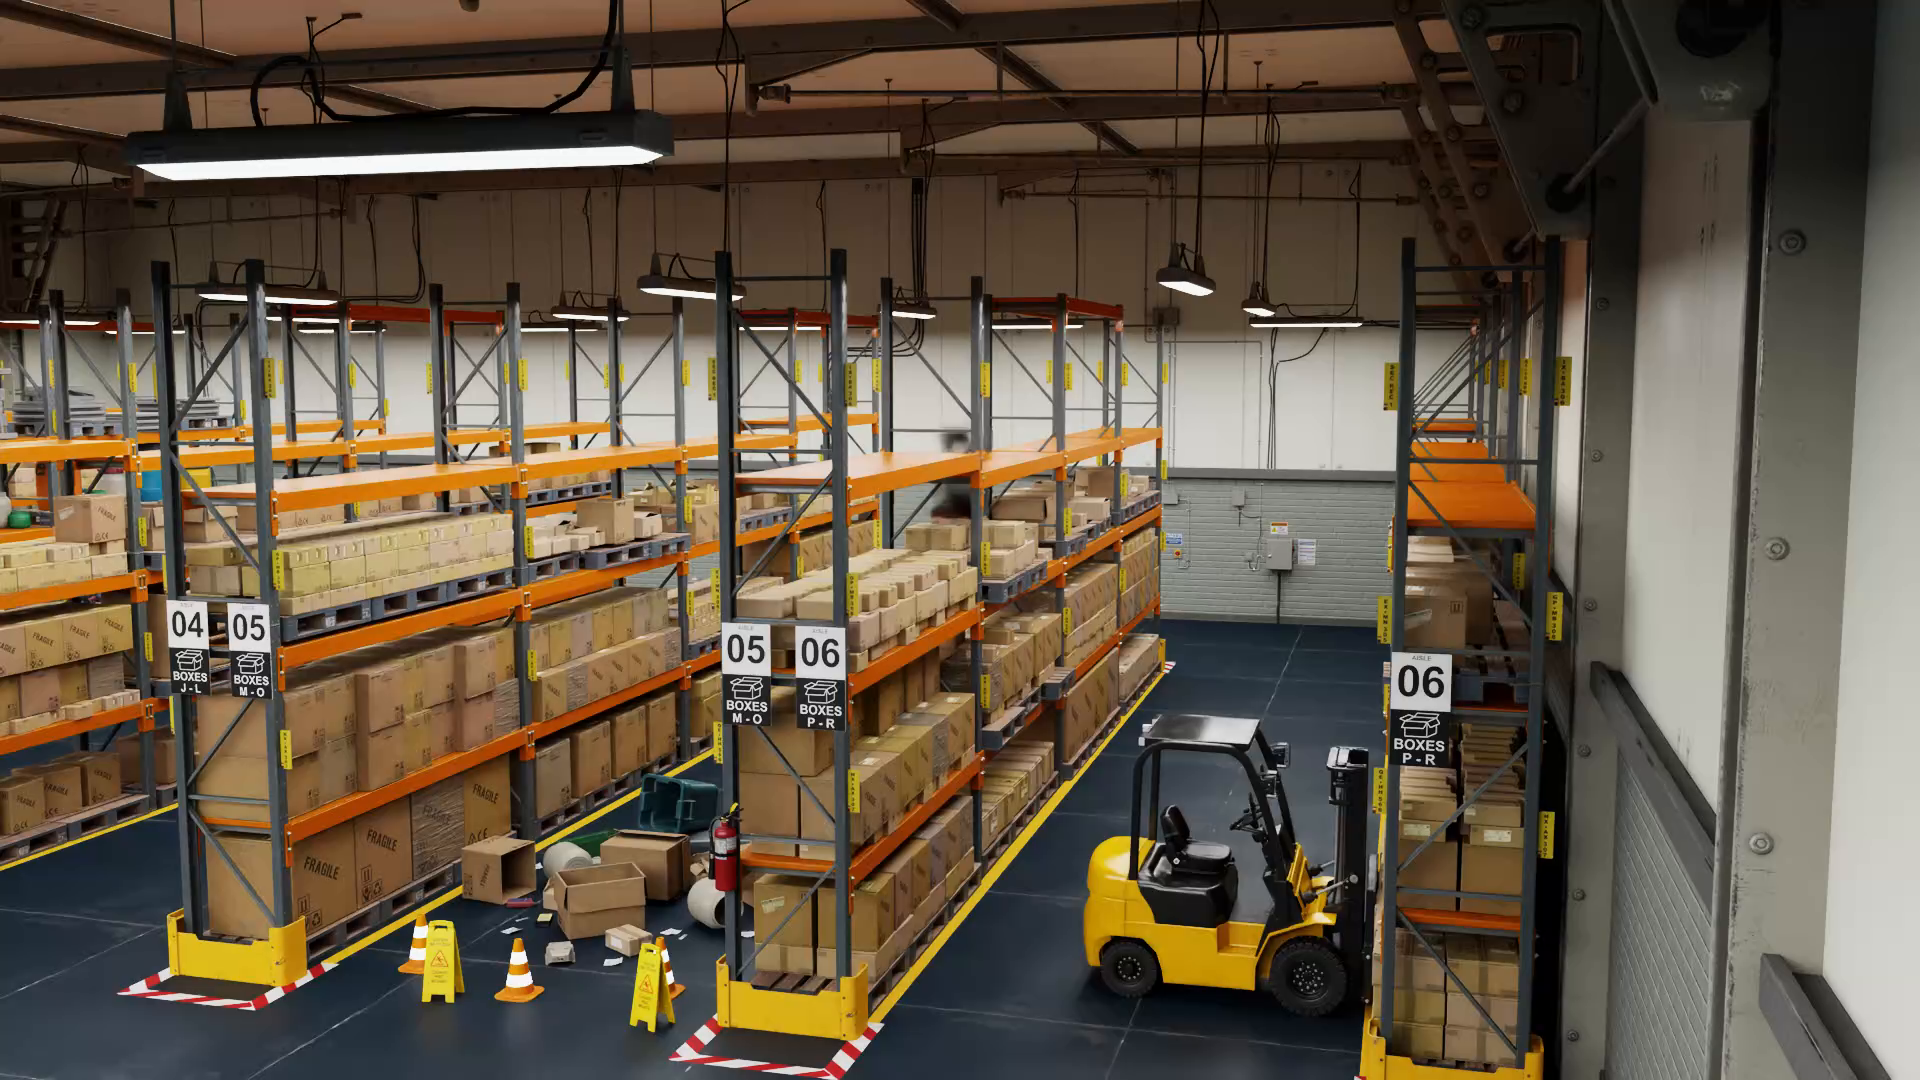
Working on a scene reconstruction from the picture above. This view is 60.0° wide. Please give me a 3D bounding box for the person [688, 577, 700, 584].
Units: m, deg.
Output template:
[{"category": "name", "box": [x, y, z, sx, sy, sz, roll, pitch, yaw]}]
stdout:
[{"category": "person", "box": [-4.294, 1.444, 27.430, 0.613, 1.695, 0.939, 2, 6, 19]}]
